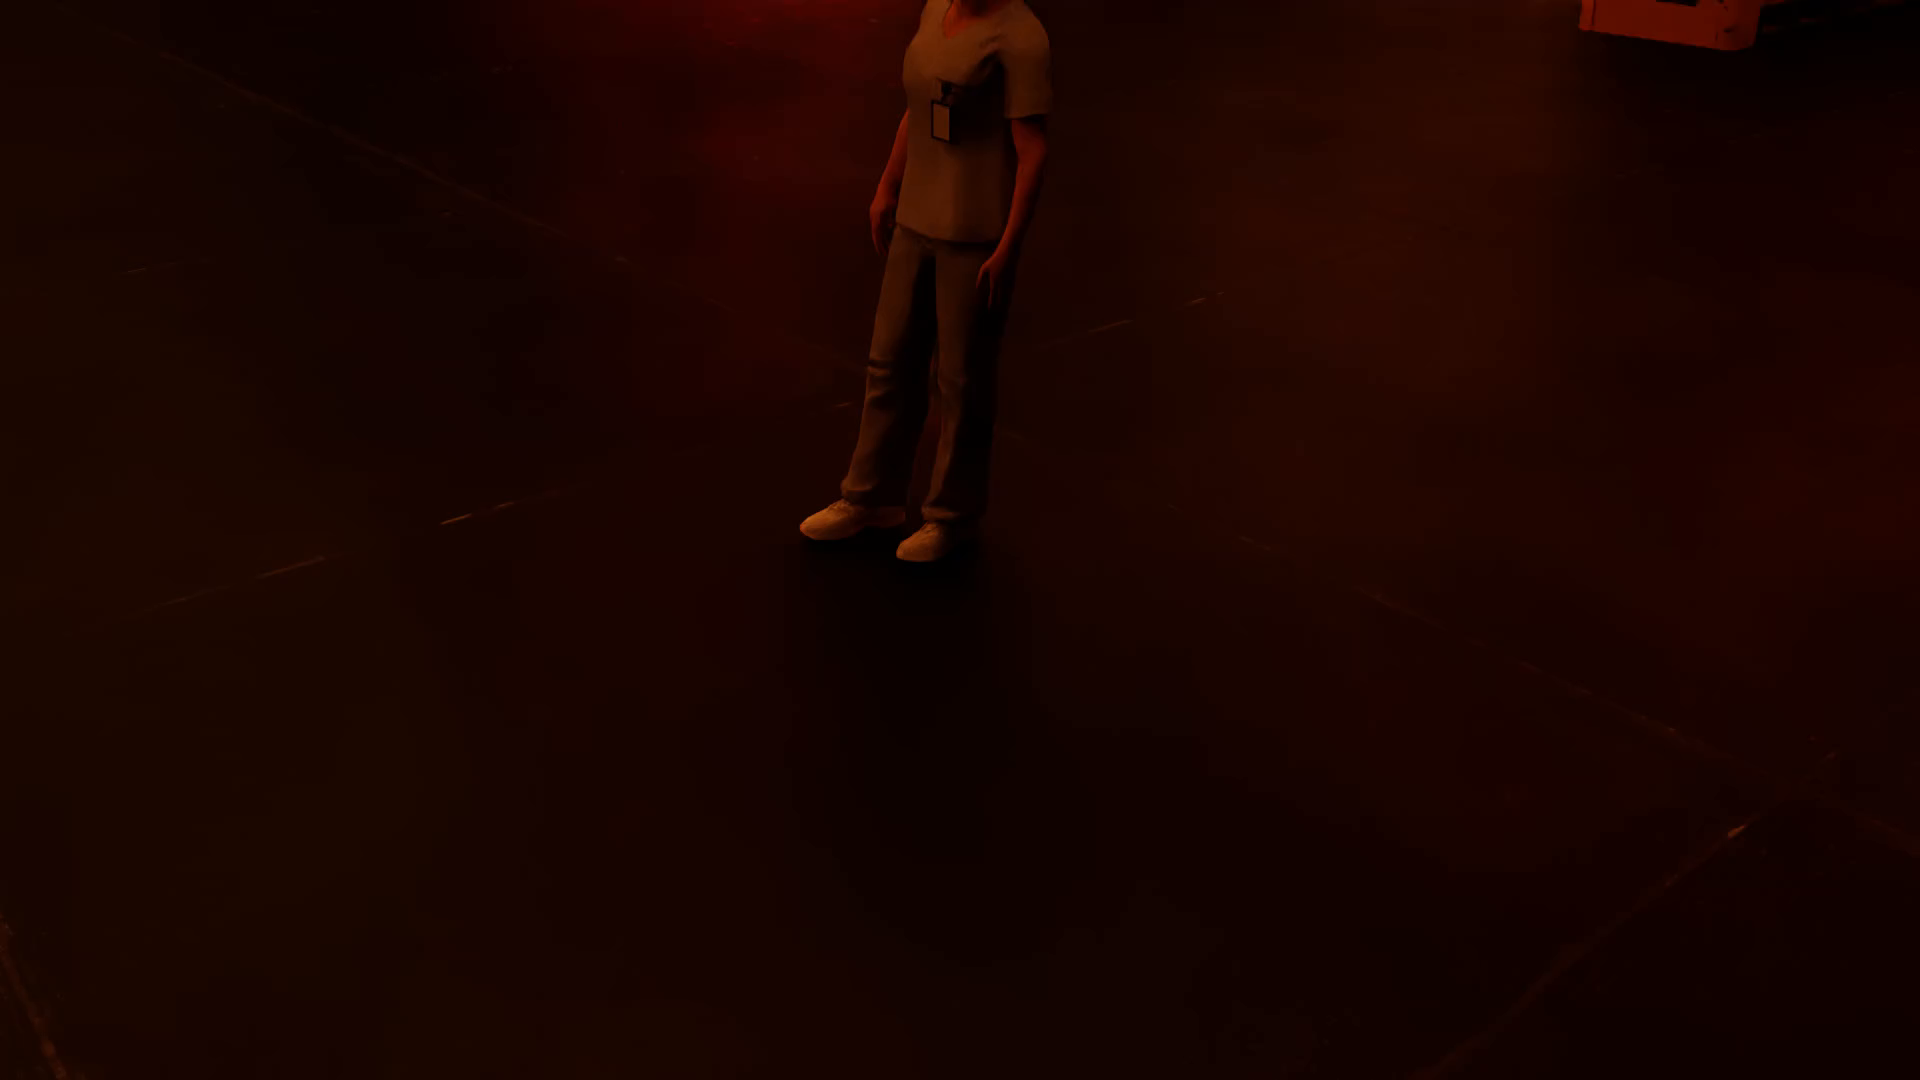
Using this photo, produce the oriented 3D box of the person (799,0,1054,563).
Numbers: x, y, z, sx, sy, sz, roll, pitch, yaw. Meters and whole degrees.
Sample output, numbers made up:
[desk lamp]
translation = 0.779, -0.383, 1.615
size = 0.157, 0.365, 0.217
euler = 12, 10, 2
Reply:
[person]
translation = -0.065, -0.740, 4.092
size = 0.548, 1.674, 0.550
euler = -20, 33, -35
